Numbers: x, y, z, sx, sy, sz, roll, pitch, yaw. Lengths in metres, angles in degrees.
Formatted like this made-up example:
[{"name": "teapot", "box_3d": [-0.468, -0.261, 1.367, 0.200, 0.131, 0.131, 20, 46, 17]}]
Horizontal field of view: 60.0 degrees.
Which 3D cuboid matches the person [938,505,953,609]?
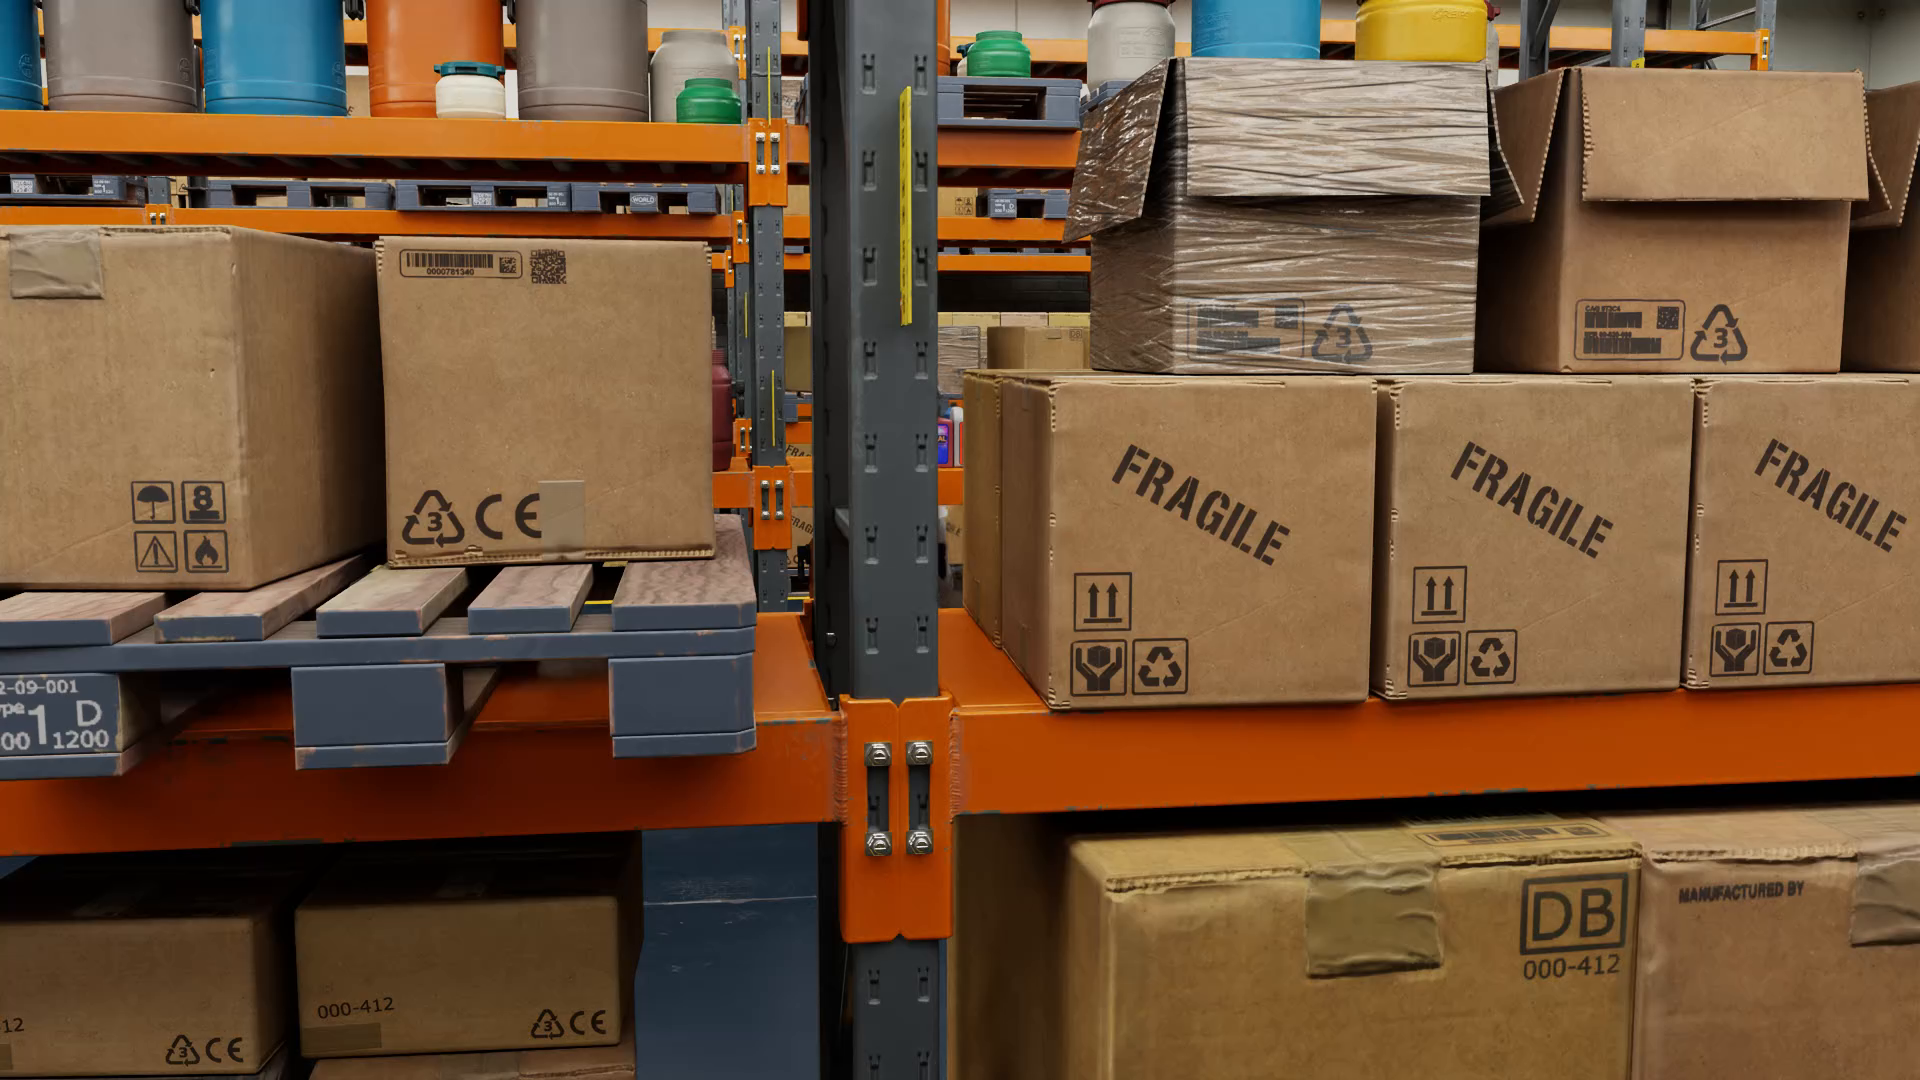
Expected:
[{"name": "person", "box_3d": [-0.291, -0.077, 9.433, 0.868, 1.634, 0.526, 1, 7, 6]}]
